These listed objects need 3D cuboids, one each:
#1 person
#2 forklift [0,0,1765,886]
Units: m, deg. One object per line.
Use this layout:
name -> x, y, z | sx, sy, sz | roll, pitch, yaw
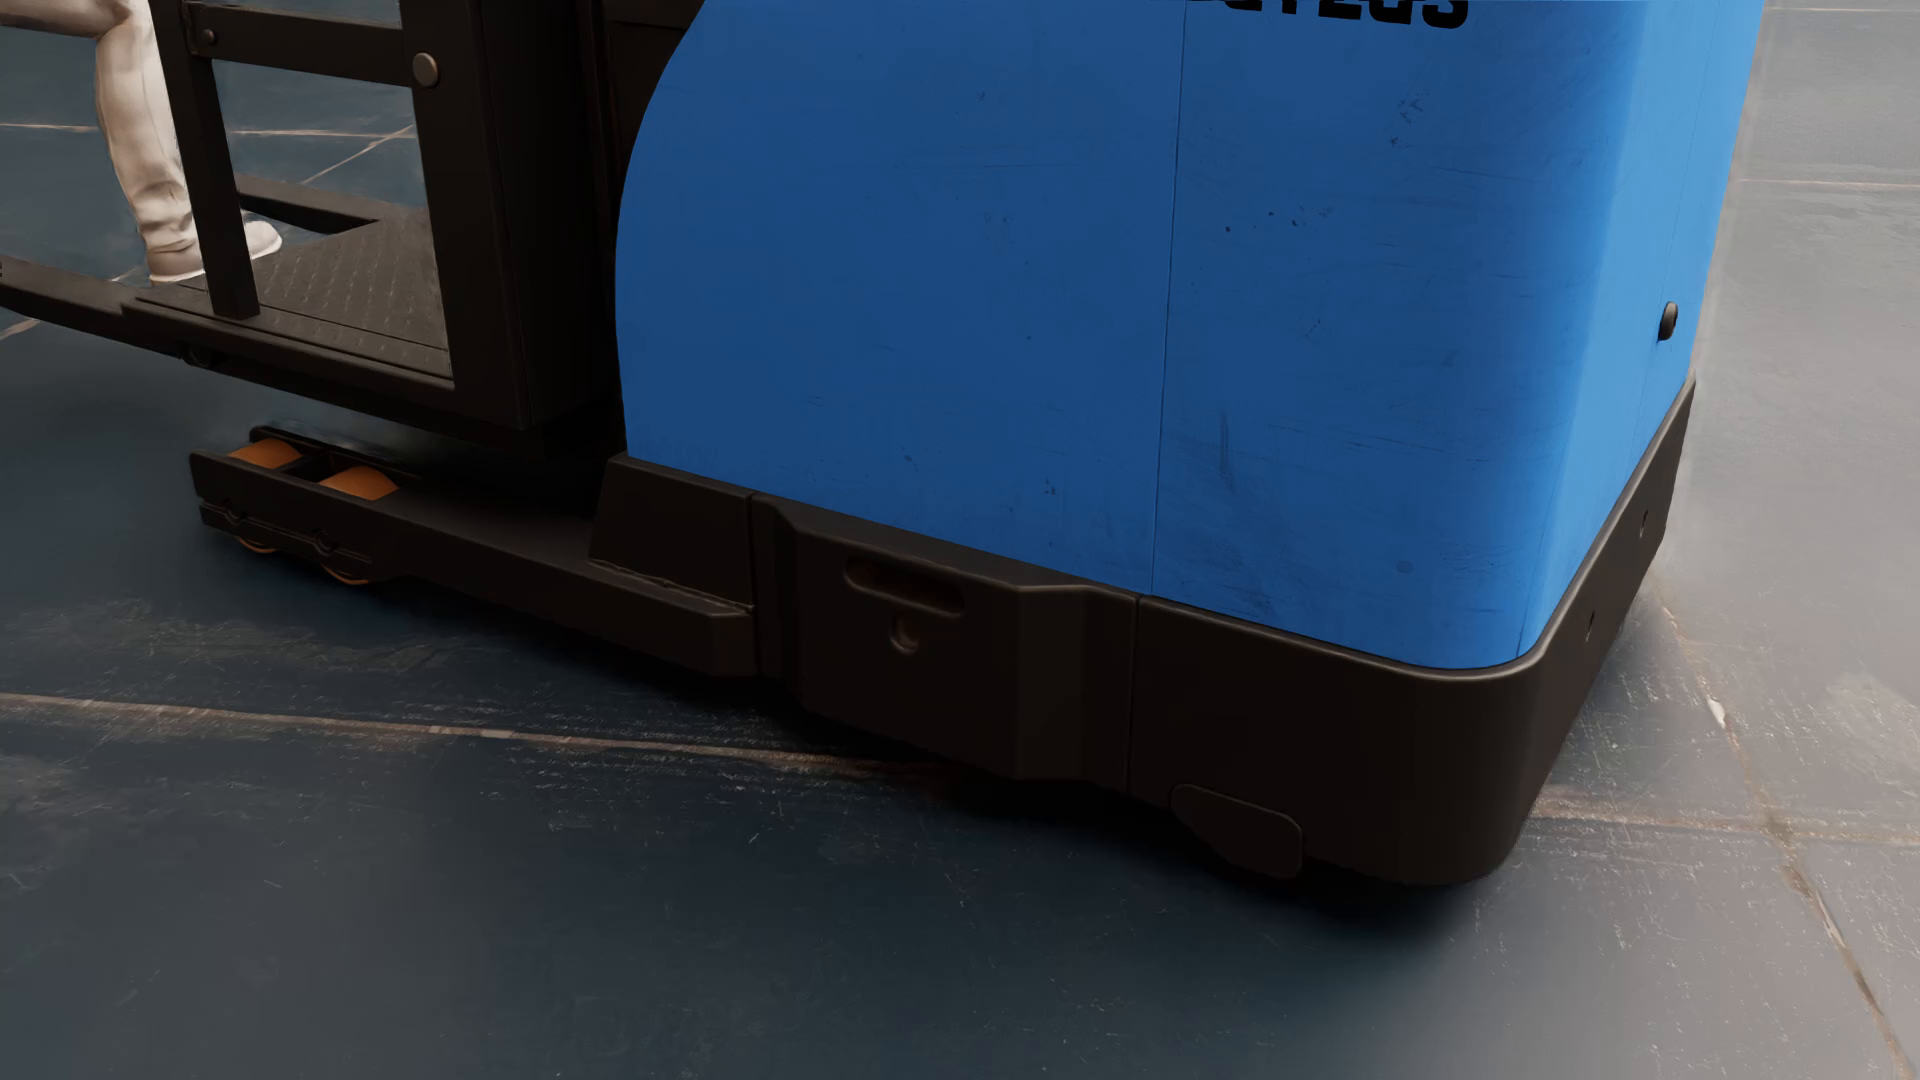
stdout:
person -> -1.730, -1.132, 2.807 | 0.847, 1.437, 0.694 | 8, 28, 16
forklift -> -0.528, -1.433, 2.089 | 3.031, 2.935, 1.130 | 15, 30, 27
